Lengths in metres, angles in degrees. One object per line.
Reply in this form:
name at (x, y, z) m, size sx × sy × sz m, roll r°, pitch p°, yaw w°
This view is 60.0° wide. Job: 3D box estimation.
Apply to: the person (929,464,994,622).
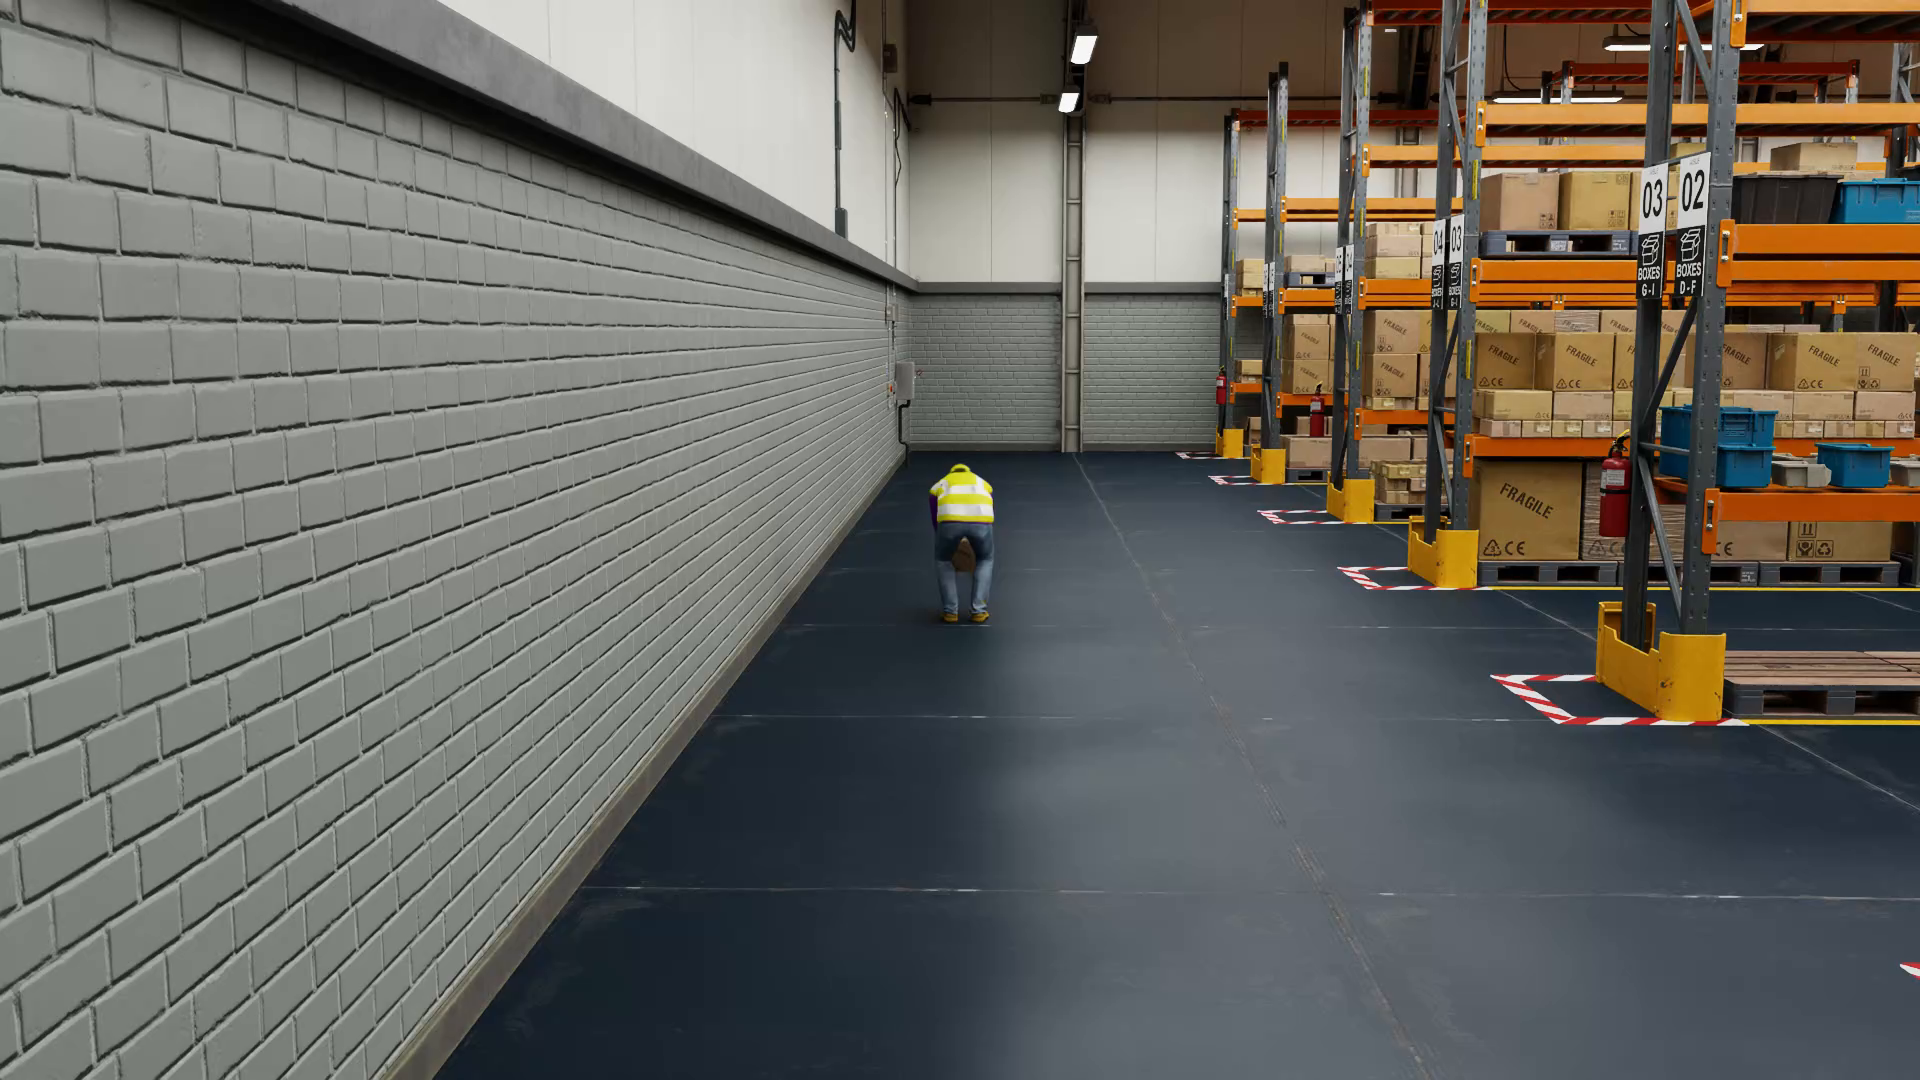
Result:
person at (0.013, 0.018, 12.925) m, size 0.503 × 1.166 × 0.956 m, roll 0°, pitch 7°, yaw -1°
